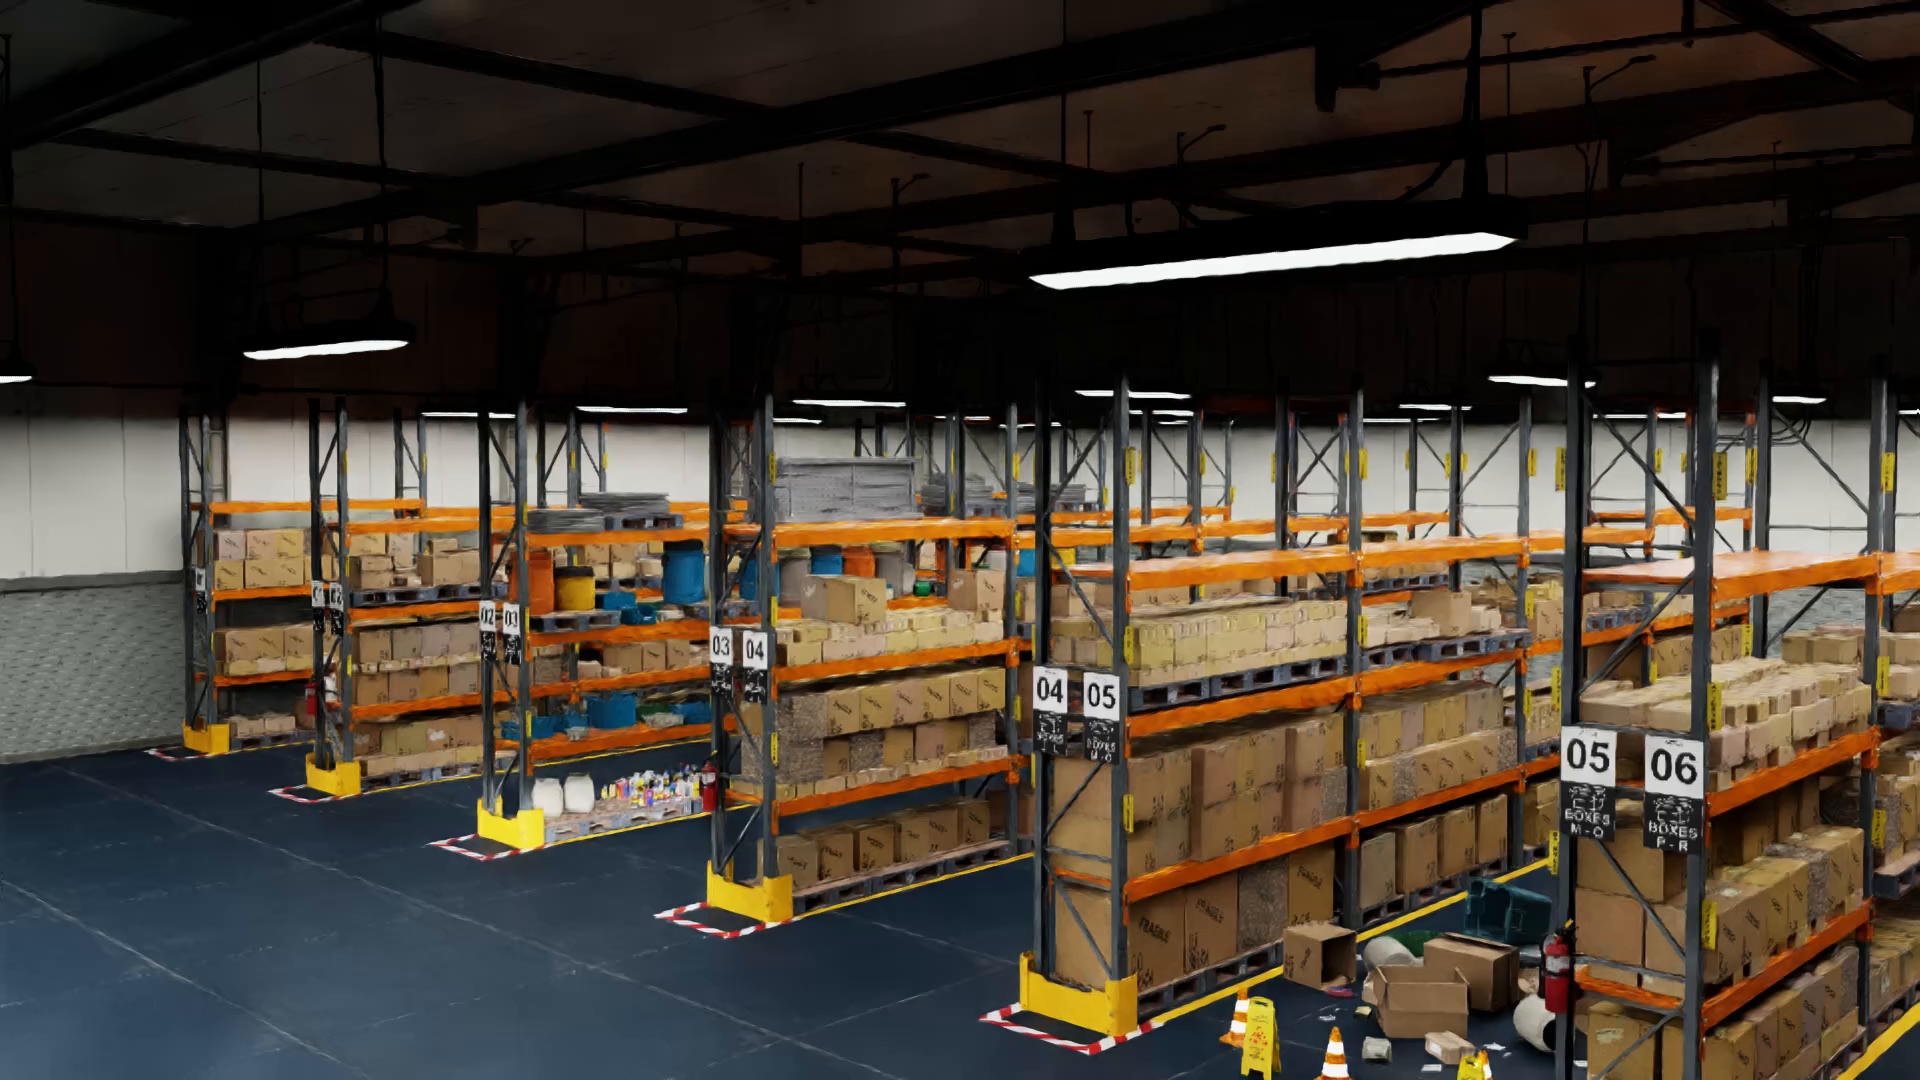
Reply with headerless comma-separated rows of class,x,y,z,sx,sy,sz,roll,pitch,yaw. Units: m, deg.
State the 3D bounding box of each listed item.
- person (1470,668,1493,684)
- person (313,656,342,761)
person,8.491,2.904,27.122,0.682,1.676,0.529,3,4,41
person,-10.419,2.804,27.534,0.450,1.782,0.614,1,3,13
